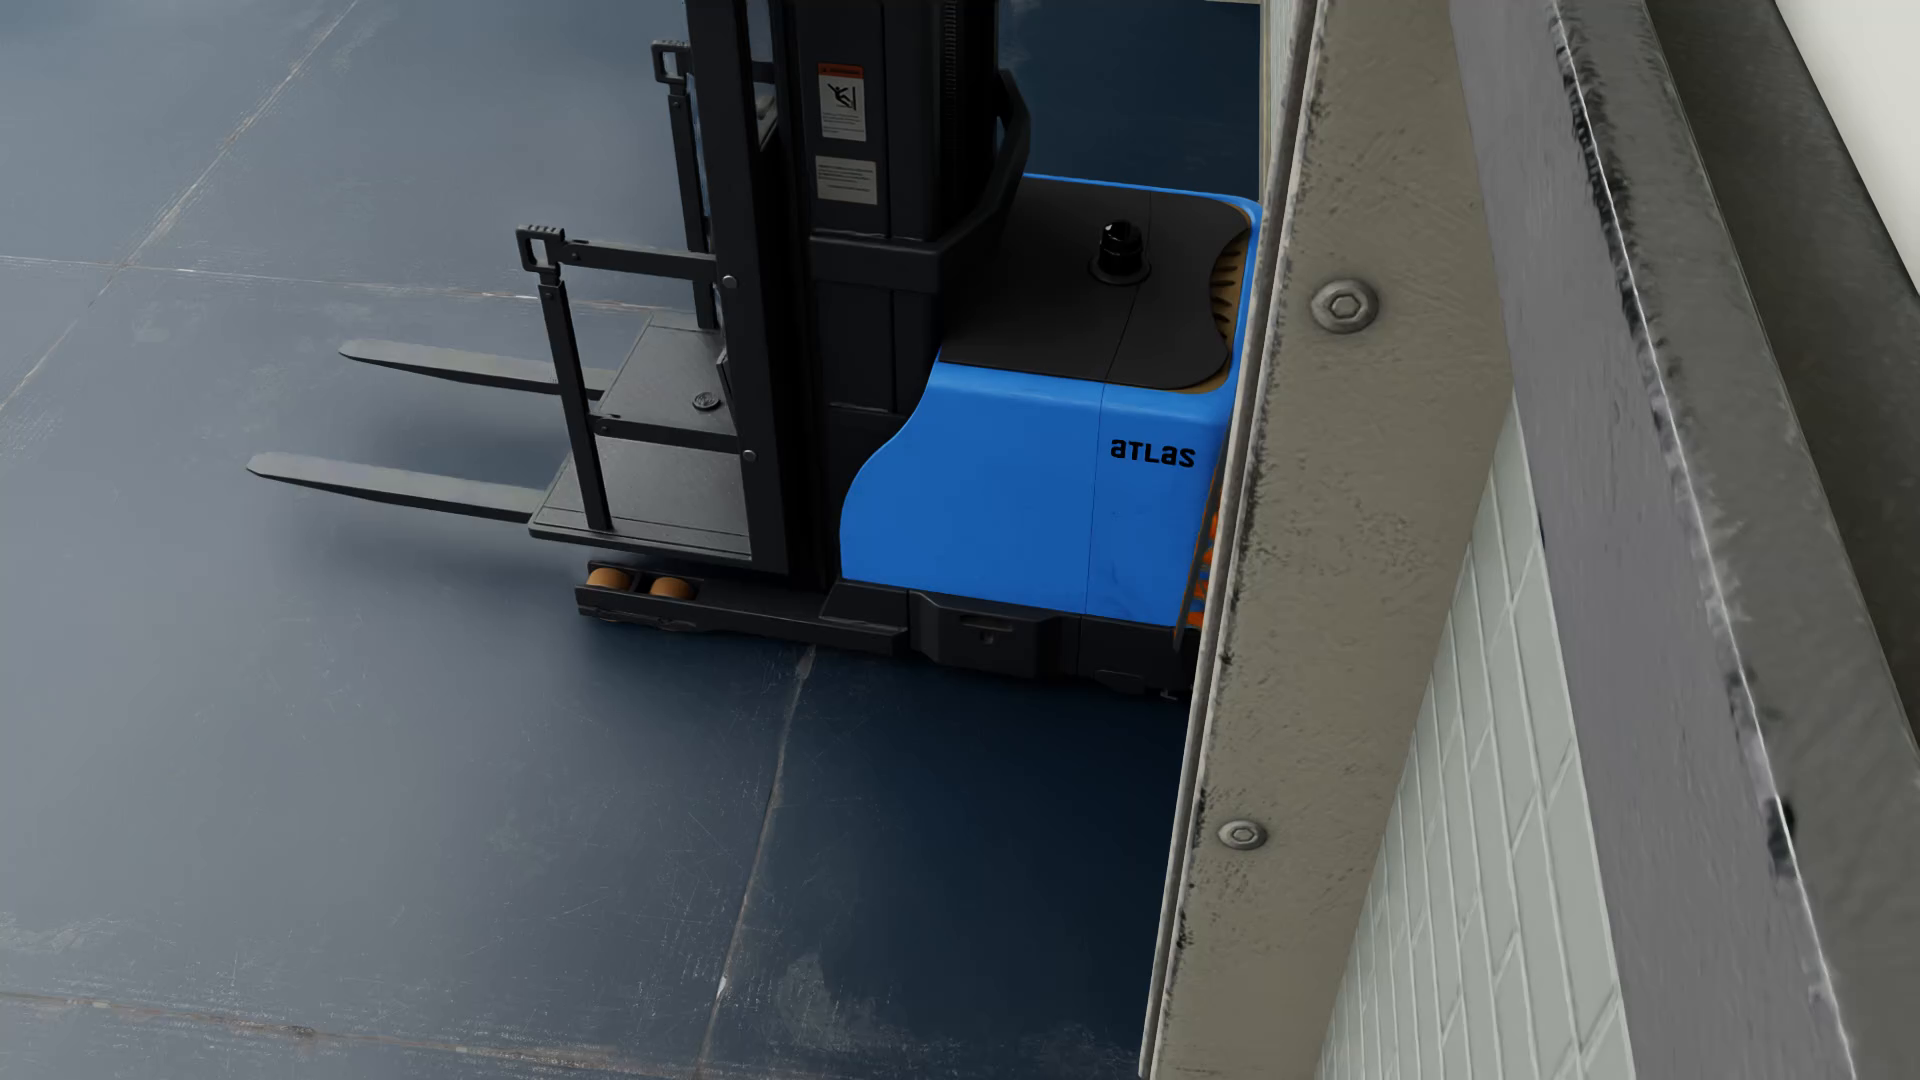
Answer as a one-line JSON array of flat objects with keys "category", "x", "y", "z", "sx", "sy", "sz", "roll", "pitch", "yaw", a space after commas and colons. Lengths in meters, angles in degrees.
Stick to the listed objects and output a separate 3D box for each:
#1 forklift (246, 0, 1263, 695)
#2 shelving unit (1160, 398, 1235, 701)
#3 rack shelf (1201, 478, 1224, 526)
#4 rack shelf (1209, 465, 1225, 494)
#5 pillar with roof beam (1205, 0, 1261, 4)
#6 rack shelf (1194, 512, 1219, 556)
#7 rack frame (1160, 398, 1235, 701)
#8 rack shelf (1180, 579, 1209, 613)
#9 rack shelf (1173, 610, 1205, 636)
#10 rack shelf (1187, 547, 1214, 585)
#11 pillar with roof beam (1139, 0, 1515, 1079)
[{"category": "forklift", "x": -0.671, "y": -1.138, "z": 4.320, "sx": 3.031, "sy": 2.935, "sz": 1.130, "roll": 8, "pitch": 44, "yaw": 9}, {"category": "shelving unit", "x": 0.744, "y": 0.023, "z": 4.337, "sx": 0.258, "sy": 1.200, "sz": 0.189, "roll": 15, "pitch": 51, "yaw": 9}, {"category": "rack shelf", "x": 0.754, "y": -0.103, "z": 4.188, "sx": 0.258, "sy": 0.103, "sz": 0.180, "roll": 15, "pitch": 51, "yaw": 9}, {"category": "rack shelf", "x": 0.760, "y": -0.180, "z": 4.096, "sx": 0.258, "sy": 0.103, "sz": 0.180, "roll": 15, "pitch": 51, "yaw": 9}, {"category": "pillar with roof beam", "x": -2.919, "y": -6.372, "z": 5.435, "sx": 9.100, "sy": 9.000, "sz": 0.400, "roll": 5, "pitch": 44, "yaw": 6}, {"category": "rack shelf", "x": 0.748, "y": -0.026, "z": 4.280, "sx": 0.258, "sy": 0.103, "sz": 0.180, "roll": 15, "pitch": 51, "yaw": 9}, {"category": "rack frame", "x": 0.718, "y": 0.089, "z": 4.280, "sx": 0.240, "sy": 1.200, "sz": 0.006, "roll": 15, "pitch": 51, "yaw": 9}, {"category": "rack shelf", "x": 0.736, "y": 0.128, "z": 4.463, "sx": 0.258, "sy": 0.103, "sz": 0.180, "roll": 15, "pitch": 51, "yaw": 9}, {"category": "rack shelf", "x": 0.730, "y": 0.206, "z": 4.555, "sx": 0.258, "sy": 0.103, "sz": 0.180, "roll": 15, "pitch": 51, "yaw": 9}, {"category": "rack shelf", "x": 0.742, "y": 0.051, "z": 4.371, "sx": 0.258, "sy": 0.103, "sz": 0.180, "roll": 15, "pitch": 51, "yaw": 9}, {"category": "pillar with roof beam", "x": -3.712, "y": -2.283, "z": 1.116, "sx": 9.100, "sy": 9.000, "sz": 0.400, "roll": 5, "pitch": 44, "yaw": 6}]
